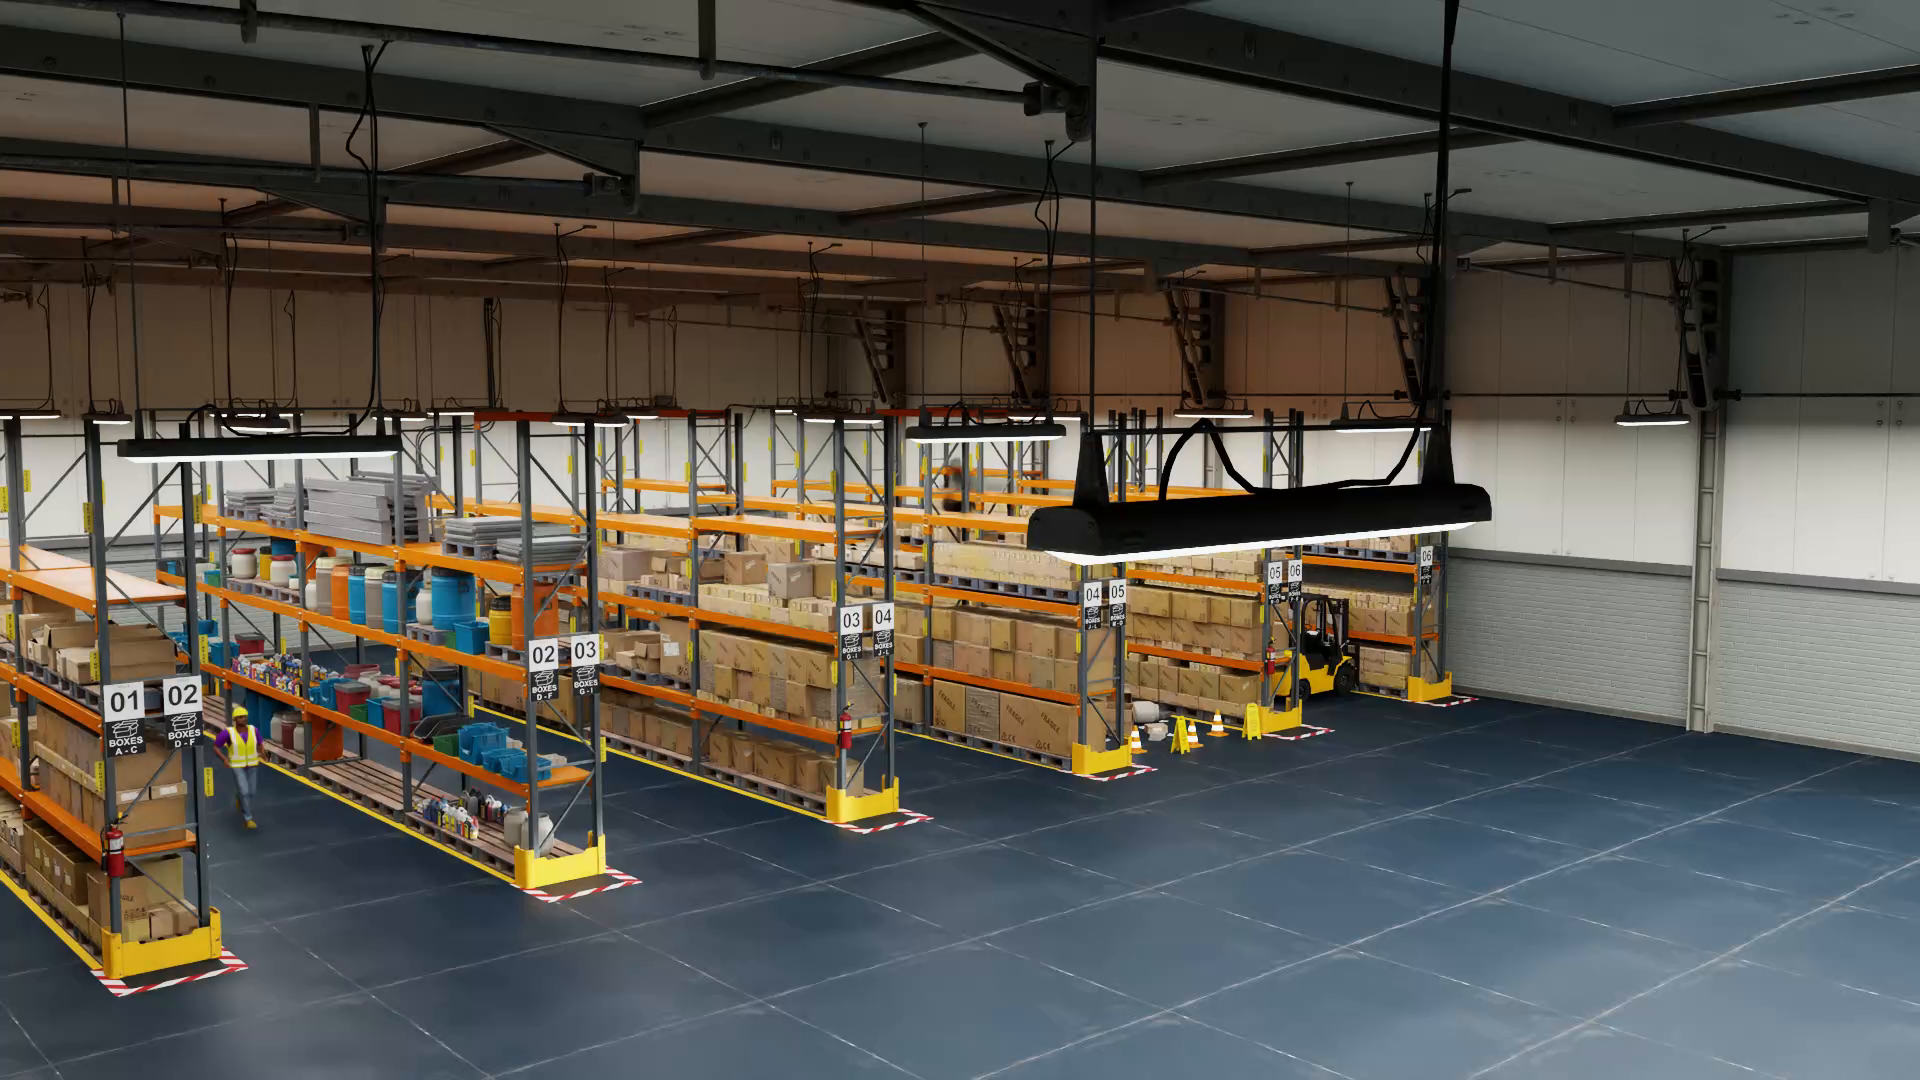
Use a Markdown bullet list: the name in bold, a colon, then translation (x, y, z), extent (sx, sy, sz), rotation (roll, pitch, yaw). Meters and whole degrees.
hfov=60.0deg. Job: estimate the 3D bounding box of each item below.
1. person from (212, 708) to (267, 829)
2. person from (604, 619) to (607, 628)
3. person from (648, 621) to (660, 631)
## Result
- **person**: translation (-10.565, 3.328, 24.439), extent (0.815, 1.752, 0.700), rotation (5, 7, 44)
- **person**: translation (-8.263, 2.174, 37.460), extent (0.706, 1.726, 0.635), rotation (-4, 6, -39)
- **person**: translation (-7.707, 1.753, 42.121), extent (0.964, 1.674, 0.584), rotation (-4, 7, -41)
